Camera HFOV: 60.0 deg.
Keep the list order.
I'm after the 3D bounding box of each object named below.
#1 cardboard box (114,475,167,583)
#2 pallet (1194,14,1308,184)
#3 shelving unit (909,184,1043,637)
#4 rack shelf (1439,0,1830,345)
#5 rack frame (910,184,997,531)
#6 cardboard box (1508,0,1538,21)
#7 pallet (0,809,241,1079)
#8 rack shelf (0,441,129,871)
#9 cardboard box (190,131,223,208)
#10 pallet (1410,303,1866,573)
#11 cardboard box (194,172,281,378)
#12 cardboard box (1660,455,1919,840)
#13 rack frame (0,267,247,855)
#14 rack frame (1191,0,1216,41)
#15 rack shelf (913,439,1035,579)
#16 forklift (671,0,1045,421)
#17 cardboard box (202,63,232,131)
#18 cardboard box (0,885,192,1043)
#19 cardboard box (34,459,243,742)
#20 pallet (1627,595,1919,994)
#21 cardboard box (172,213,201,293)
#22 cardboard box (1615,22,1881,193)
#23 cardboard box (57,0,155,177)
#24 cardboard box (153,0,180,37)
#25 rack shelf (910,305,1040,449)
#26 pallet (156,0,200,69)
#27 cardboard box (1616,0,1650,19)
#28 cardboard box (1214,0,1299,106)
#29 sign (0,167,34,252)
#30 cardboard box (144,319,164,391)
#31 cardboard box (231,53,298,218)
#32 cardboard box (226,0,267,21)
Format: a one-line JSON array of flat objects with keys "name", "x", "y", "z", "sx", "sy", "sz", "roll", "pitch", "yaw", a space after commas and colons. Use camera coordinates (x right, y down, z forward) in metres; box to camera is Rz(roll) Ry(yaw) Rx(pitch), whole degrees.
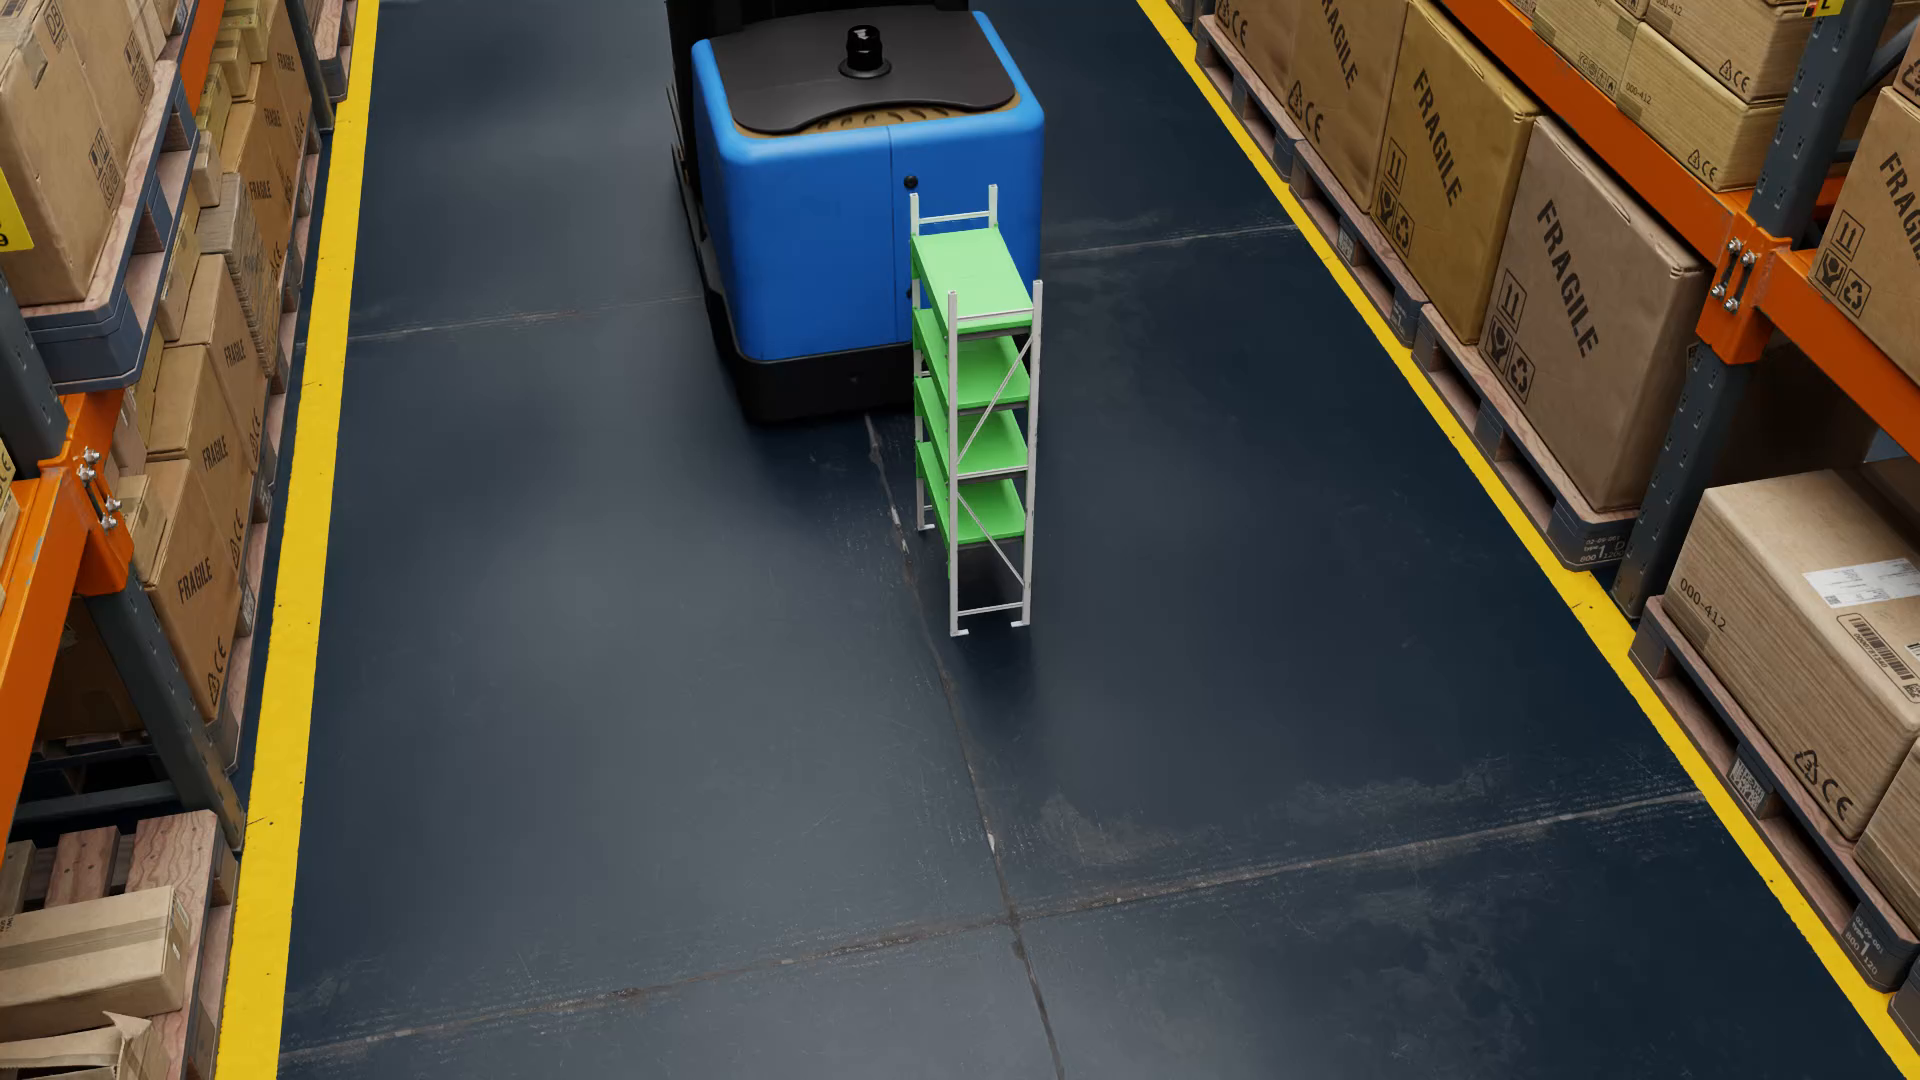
[{"name": "cardboard box", "x": -2.187, "y": -0.009, "z": 4.079, "sx": 0.380, "sy": 0.149, "sz": 0.250, "roll": -6, "pitch": 42, "yaw": -7}, {"name": "pallet", "x": 1.709, "y": -2.016, "z": 7.362, "sx": 1.003, "sy": 0.211, "sz": 1.213, "roll": -8, "pitch": 42, "yaw": -9}, {"name": "shelving unit", "x": 0.036, "y": -0.341, "z": 4.731, "sx": 0.258, "sy": 1.200, "sz": 0.503, "roll": -8, "pitch": 42, "yaw": -9}, {"name": "rack shelf", "x": 2.045, "y": -2.015, "z": 5.802, "sx": 1.077, "sy": 0.370, "sz": 4.000, "roll": -8, "pitch": 42, "yaw": -9}, {"name": "rack frame", "x": -0.017, "y": -0.500, "z": 4.909, "sx": 0.240, "sy": 1.200, "sz": 0.015, "roll": -8, "pitch": 42, "yaw": -9}, {"name": "cardboard box", "x": 1.934, "y": -1.846, "z": 5.183, "sx": 0.500, "sy": 0.250, "sz": 0.500, "roll": -9, "pitch": 42, "yaw": -10}, {"name": "pallet", "x": -2.222, "y": 1.214, "z": 3.723, "sx": 1.003, "sy": 0.211, "sz": 1.213, "roll": -8, "pitch": 42, "yaw": -9}, {"name": "rack shelf", "x": -1.938, "y": 1.292, "z": 2.077, "sx": 1.077, "sy": 0.370, "sz": 4.000, "roll": -8, "pitch": 42, "yaw": -9}, {"name": "cardboard box", "x": -2.620, "y": -1.184, "z": 5.403, "sx": 0.380, "sy": 0.149, "sz": 0.250, "roll": -10, "pitch": 43, "yaw": -11}, {"name": "pallet", "x": 2.236, "y": -0.434, "z": 5.580, "sx": 1.003, "sy": 0.211, "sz": 1.213, "roll": -8, "pitch": 42, "yaw": -9}, {"name": "cardboard box", "x": -2.588, "y": -0.847, "z": 5.511, "sx": 0.500, "sy": 0.500, "sz": 0.500, "roll": -10, "pitch": 43, "yaw": -11}, {"name": "cardboard box", "x": 2.507, "y": 0.236, "z": 4.338, "sx": 0.875, "sy": 0.438, "sz": 0.875, "roll": -9, "pitch": 42, "yaw": -10}, {"name": "rack frame", "x": -2.370, "y": -0.274, "z": 3.299, "sx": 1.000, "sy": 3.000, "sz": 0.127, "roll": -8, "pitch": 42, "yaw": -9}, {"name": "rack frame", "x": 1.613, "y": -3.580, "z": 7.024, "sx": 1.000, "sy": 3.000, "sz": 0.127, "roll": -8, "pitch": 42, "yaw": -9}, {"name": "rack shelf", "x": 0.036, "y": -0.114, "z": 4.933, "sx": 0.258, "sy": 0.148, "sz": 0.480, "roll": -8, "pitch": 42, "yaw": -9}, {"name": "forklift", "x": -0.567, "y": -2.485, "z": 5.842, "sx": 1.130, "sy": 2.935, "sz": 3.031, "roll": -9, "pitch": 42, "yaw": -10}, {"name": "cardboard box", "x": -2.764, "y": -1.521, "z": 5.781, "sx": 0.380, "sy": 0.149, "sz": 0.250, "roll": -7, "pitch": 42, "yaw": -8}, {"name": "cardboard box", "x": -1.963, "y": 0.954, "z": 3.747, "sx": 0.380, "sy": 0.149, "sz": 0.250, "roll": -10, "pitch": 42, "yaw": -11}, {"name": "cardboard box", "x": -2.254, "y": 0.158, "z": 4.379, "sx": 0.500, "sy": 0.500, "sz": 0.500, "roll": -7, "pitch": 42, "yaw": -7}, {"name": "pallet", "x": 2.564, "y": 0.559, "z": 4.461, "sx": 1.003, "sy": 0.211, "sz": 1.213, "roll": -8, "pitch": 42, "yaw": -9}, {"name": "cardboard box", "x": -2.530, "y": -0.847, "z": 5.022, "sx": 0.380, "sy": 0.149, "sz": 0.250, "roll": -7, "pitch": 42, "yaw": -8}, {"name": "cardboard box", "x": 2.133, "y": -1.186, "z": 4.440, "sx": 0.500, "sy": 0.250, "sz": 0.500, "roll": -9, "pitch": 42, "yaw": -10}, {"name": "cardboard box", "x": -2.367, "y": -1.150, "z": 3.894, "sx": 0.700, "sy": 0.500, "sz": 0.500, "roll": -8, "pitch": 42, "yaw": -9}, {"name": "cardboard box", "x": -2.537, "y": -1.658, "z": 4.467, "sx": 0.700, "sy": 0.500, "sz": 0.500, "roll": -9, "pitch": 42, "yaw": -10}, {"name": "rack shelf", "x": 0.036, "y": -0.473, "z": 4.614, "sx": 0.258, "sy": 0.148, "sz": 0.480, "roll": -8, "pitch": 42, "yaw": -9}, {"name": "pallet", "x": -2.809, "y": -1.535, "z": 4.864, "sx": 1.003, "sy": 0.211, "sz": 1.213, "roll": -8, "pitch": 42, "yaw": -9}, {"name": "cardboard box", "x": 2.029, "y": -1.692, "z": 4.633, "sx": 0.500, "sy": 0.250, "sz": 0.500, "roll": -7, "pitch": 42, "yaw": -8}, {"name": "cardboard box", "x": 1.681, "y": -2.483, "z": 7.072, "sx": 0.875, "sy": 0.875, "sz": 0.875, "roll": -9, "pitch": 42, "yaw": -10}, {"name": "sign", "x": -1.841, "y": -0.680, "z": 3.105, "sx": 0.100, "sy": 0.325, "sz": 0.005, "roll": -8, "pitch": 42, "yaw": -9}, {"name": "cardboard box", "x": -2.462, "y": -0.518, "z": 4.652, "sx": 0.380, "sy": 0.149, "sz": 0.250, "roll": -9, "pitch": 42, "yaw": -10}, {"name": "cardboard box", "x": -2.834, "y": -1.520, "z": 6.269, "sx": 0.500, "sy": 0.500, "sz": 0.500, "roll": -9, "pitch": 42, "yaw": -10}, {"name": "cardboard box", "x": -2.879, "y": -2.048, "z": 6.375, "sx": 0.380, "sy": 0.149, "sz": 0.250, "roll": -10, "pitch": 43, "yaw": -11}]
